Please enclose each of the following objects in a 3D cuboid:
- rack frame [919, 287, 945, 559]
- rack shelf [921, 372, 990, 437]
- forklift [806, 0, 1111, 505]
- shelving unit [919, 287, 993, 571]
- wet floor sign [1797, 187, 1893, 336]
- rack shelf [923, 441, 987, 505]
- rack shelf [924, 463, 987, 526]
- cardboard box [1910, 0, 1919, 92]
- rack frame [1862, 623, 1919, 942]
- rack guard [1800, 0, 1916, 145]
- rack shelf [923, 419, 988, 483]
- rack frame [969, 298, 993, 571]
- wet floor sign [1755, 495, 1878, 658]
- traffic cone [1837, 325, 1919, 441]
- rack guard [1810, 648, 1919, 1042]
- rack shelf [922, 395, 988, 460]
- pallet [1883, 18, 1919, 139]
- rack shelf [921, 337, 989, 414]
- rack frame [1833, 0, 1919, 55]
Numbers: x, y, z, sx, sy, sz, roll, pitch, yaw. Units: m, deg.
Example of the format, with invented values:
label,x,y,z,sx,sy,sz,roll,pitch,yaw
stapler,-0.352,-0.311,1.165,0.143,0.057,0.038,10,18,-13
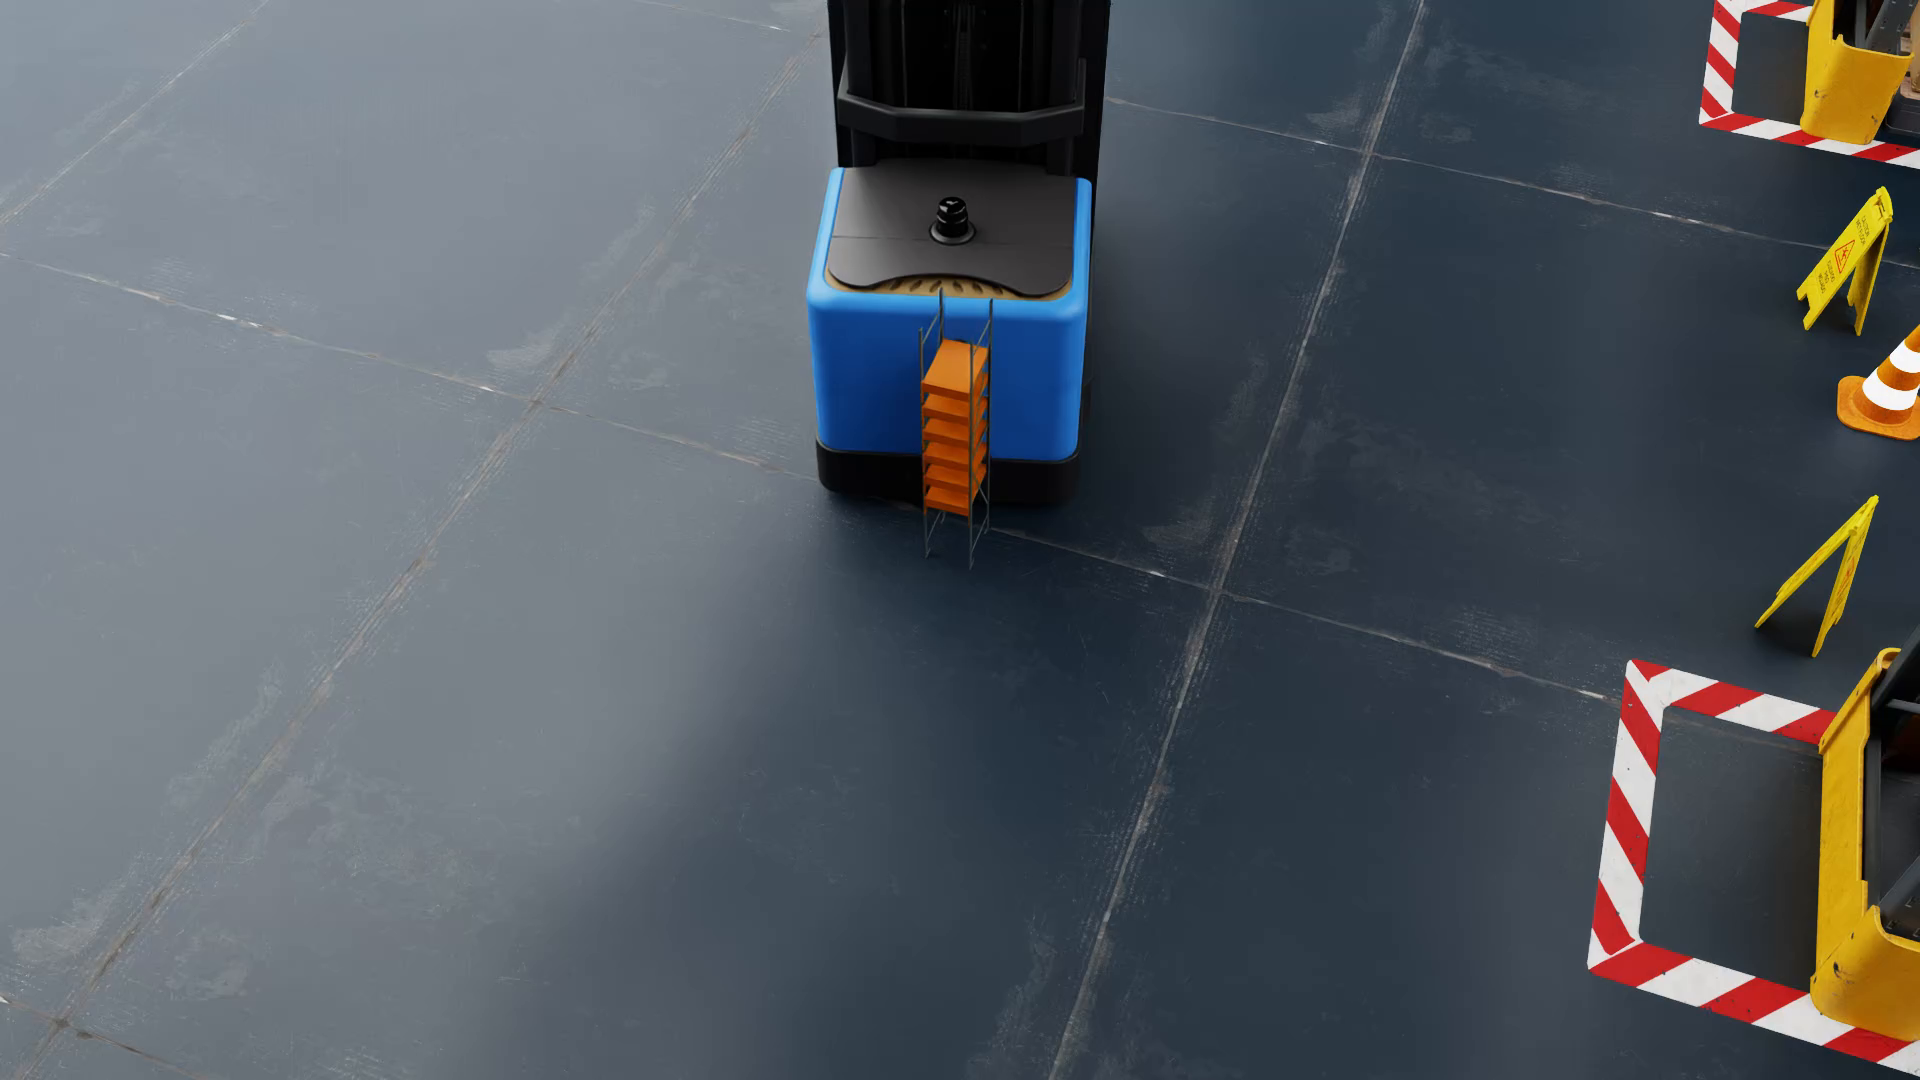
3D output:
label,x,y,z,sx,sy,sz,roll,pitch,yaw
rack frame,-0.099,-0.403,6.172,0.006,1.200,0.240,14,51,12
rack shelf,-0.013,-0.509,6.005,0.180,0.103,0.258,14,51,12
forklift,0.053,-2.217,6.599,1.130,2.935,3.031,3,49,3
shelving unit,-0.013,-0.381,6.153,0.189,1.200,0.258,14,51,12
wet floor sign,3.914,-1.232,7.257,0.232,0.644,0.267,8,50,7
rack shelf,-0.012,-0.274,6.277,0.180,0.103,0.258,14,51,12
rack shelf,-0.012,-0.195,6.368,0.180,0.103,0.258,14,51,12
cardboard box,5.286,-2.710,8.108,0.875,0.875,0.875,16,51,13
rack frame,3.007,0.136,4.514,0.127,3.000,1.000,16,51,13
rack guard,4.605,-2.587,8.528,0.348,0.500,1.175,16,51,13
rack shelf,-0.013,-0.352,6.187,0.180,0.103,0.258,14,51,12
rack frame,0.074,-0.360,6.134,0.006,1.200,0.240,14,51,12
wet floor sign,3.199,0.099,6.104,0.232,0.644,0.267,33,57,25
traffic cone,3.923,-0.711,6.926,0.334,0.463,0.336,16,51,13
rack guard,3.078,0.975,5.441,0.348,0.500,1.175,16,51,13
rack shelf,-0.013,-0.431,6.096,0.180,0.103,0.258,14,51,12
pallet,5.404,-2.332,8.498,1.213,0.211,1.003,16,51,13
rack shelf,-0.013,-0.588,5.915,0.180,0.103,0.258,14,51,12
rack frame,4.627,-3.399,7.578,0.127,3.000,1.000,16,51,13
